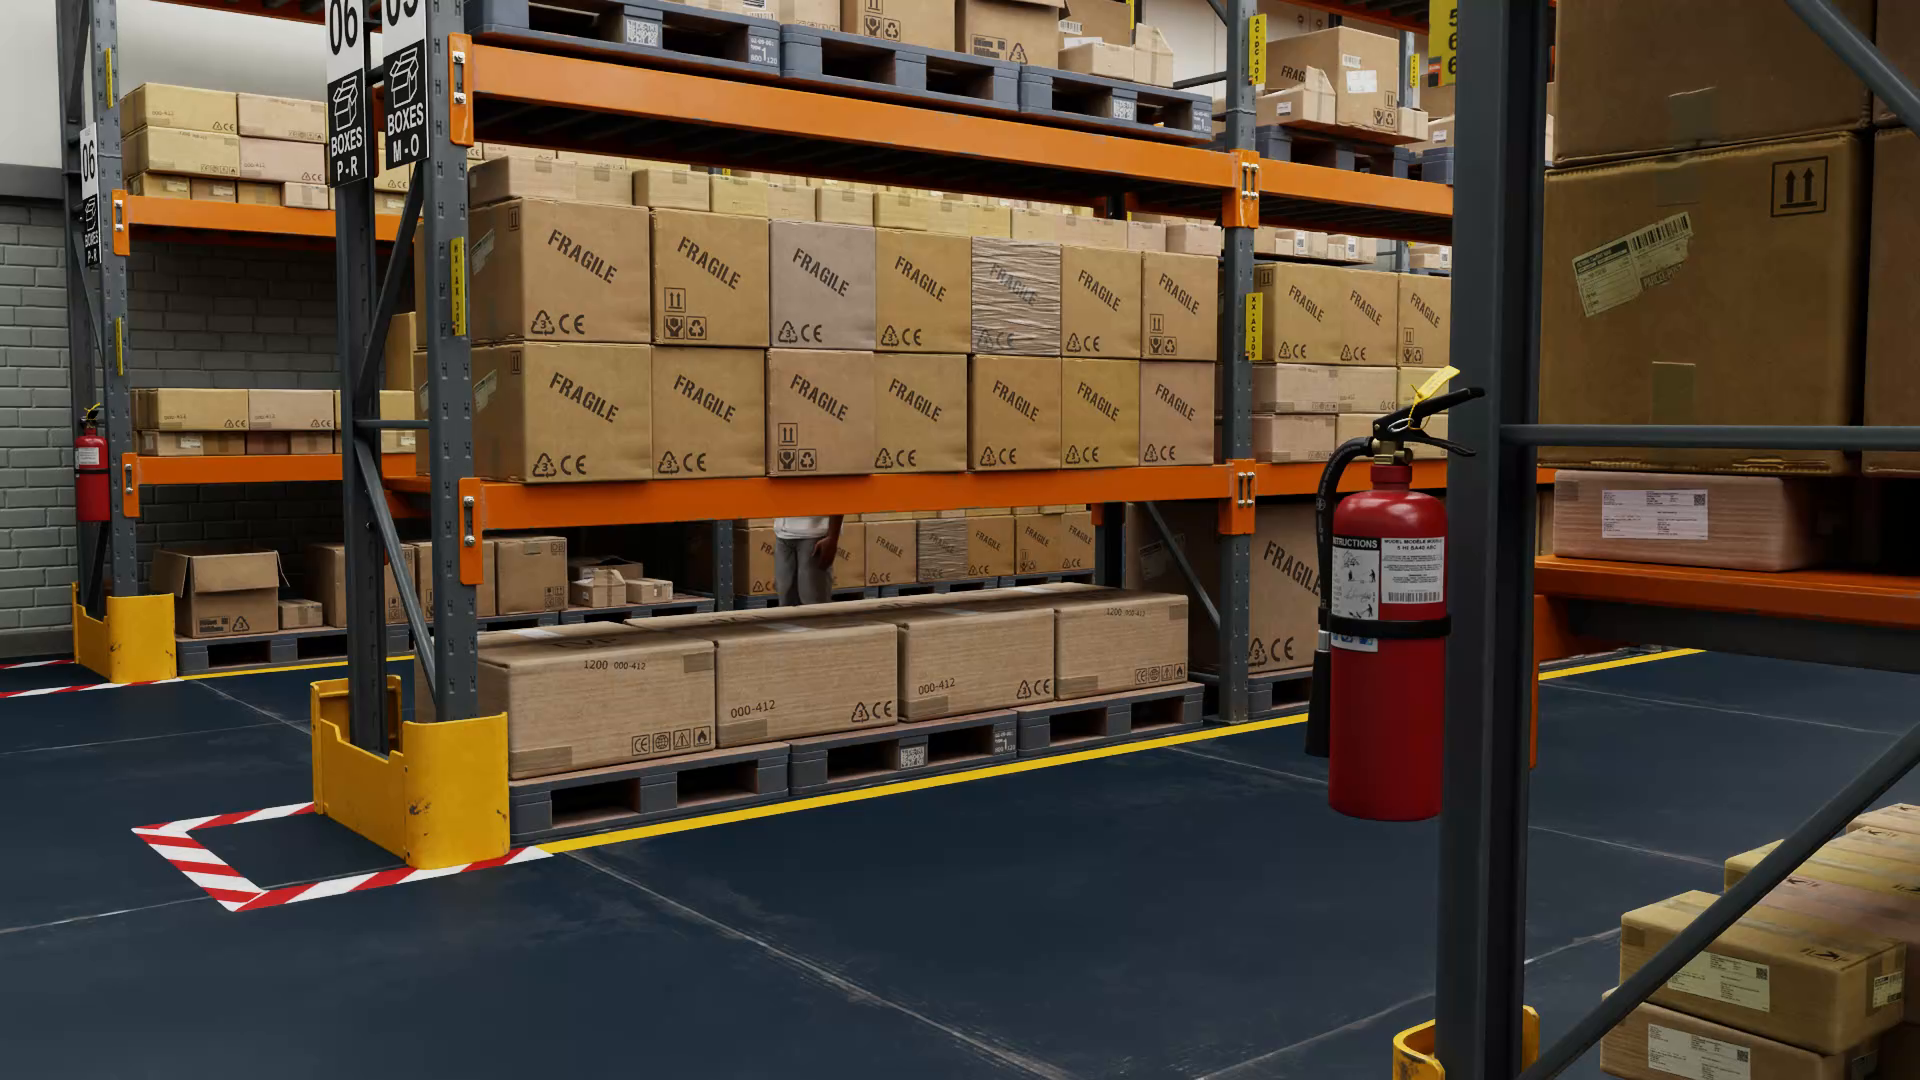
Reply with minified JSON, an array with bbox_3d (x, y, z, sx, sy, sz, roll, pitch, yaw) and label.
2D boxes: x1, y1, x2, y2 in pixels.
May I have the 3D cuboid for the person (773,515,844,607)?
[{"bbox_3d":[-0.824,-0.016,9.074,0.364,1.762,0.565,-3,5,-39],"label":"person"}]
